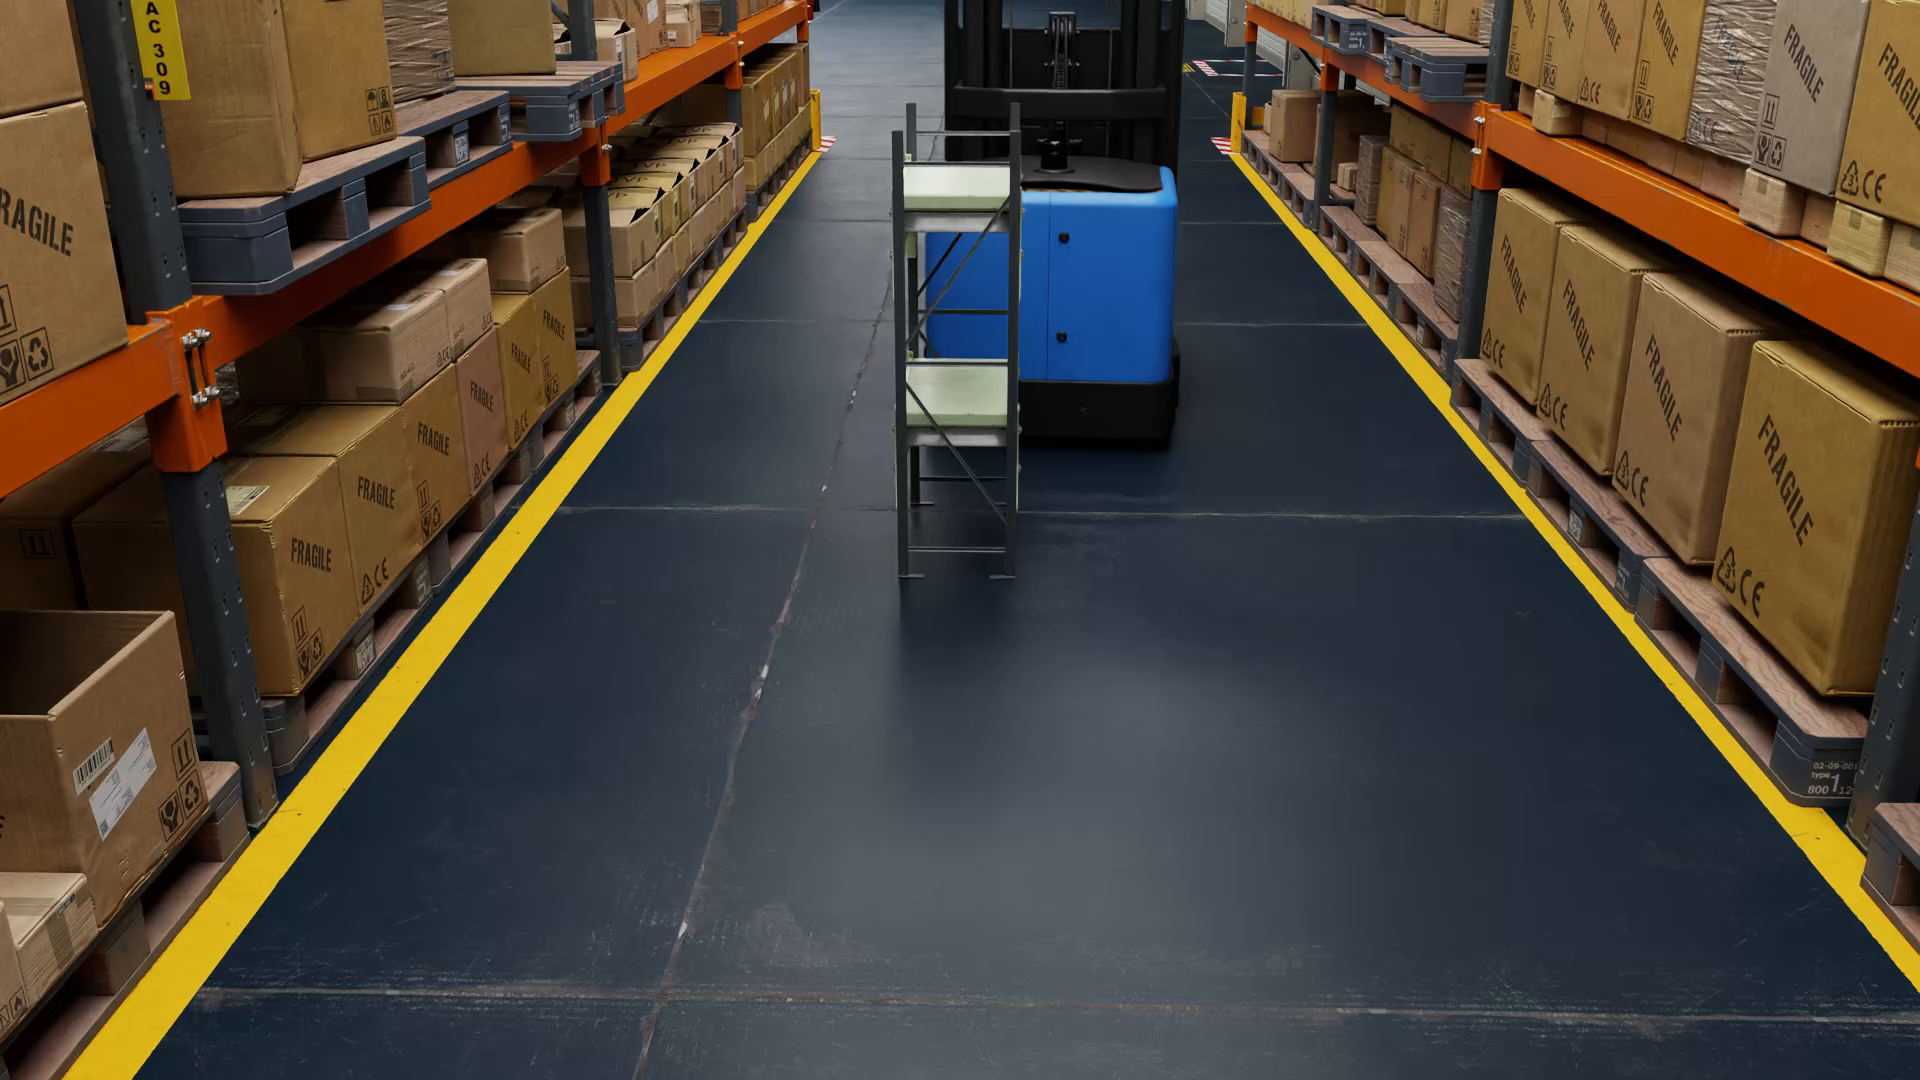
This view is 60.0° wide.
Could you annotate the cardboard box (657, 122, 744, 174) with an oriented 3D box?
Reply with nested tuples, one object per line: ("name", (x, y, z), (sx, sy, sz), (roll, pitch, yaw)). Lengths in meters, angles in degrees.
("cardboard box", (-1.728, -2.616, 11.069), (0.500, 0.311, 0.500), (1, 21, 2))

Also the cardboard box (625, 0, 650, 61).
("cardboard box", (-2.073, -2.987, 9.443), (0.500, 0.500, 0.500), (1, 21, 2))

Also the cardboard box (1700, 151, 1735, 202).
("cardboard box", (2.516, -1.121, 5.090), (0.380, 0.149, 0.250), (0, 21, 0))

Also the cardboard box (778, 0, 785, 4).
("cardboard box", (-1.908, -4.914, 14.409), (0.700, 0.500, 0.500), (1, 21, 2))

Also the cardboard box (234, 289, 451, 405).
("cardboard box", (-1.957, -0.620, 5.292), (0.500, 0.250, 0.500), (1, 21, 2))

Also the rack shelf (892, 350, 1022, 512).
("rack shelf", (0.000, -0.398, 5.882), (0.431, 0.370, 0.720), (1, 21, 2))

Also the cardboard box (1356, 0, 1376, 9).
("cardboard box", (2.900, -3.605, 10.426), (0.700, 0.500, 0.500), (1, 21, 2))

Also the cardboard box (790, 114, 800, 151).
("cardboard box", (-1.618, -3.391, 13.843), (0.500, 0.250, 0.500), (1, 21, 2))

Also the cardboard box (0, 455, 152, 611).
("cardboard box", (-2.517, 0.081, 4.520), (0.500, 0.500, 0.500), (1, 21, 1))

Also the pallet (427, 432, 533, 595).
("pallet", (-2.224, -0.134, 6.083), (1.003, 0.211, 1.213), (1, 21, 2))

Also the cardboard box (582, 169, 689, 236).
("cardboard box", (-1.789, -1.879, 9.171), (0.500, 0.311, 0.500), (0, 21, 0))

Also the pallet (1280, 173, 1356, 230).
("pallet", (2.934, -2.480, 12.128), (1.003, 0.211, 1.213), (1, 21, 2))

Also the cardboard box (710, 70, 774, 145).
("cardboard box", (-1.668, -3.198, 12.309), (0.500, 0.500, 0.500), (1, 21, 2))

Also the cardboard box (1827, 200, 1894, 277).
("cardboard box", (2.417, -0.753, 4.143), (0.380, 0.149, 0.250), (1, 21, 3))

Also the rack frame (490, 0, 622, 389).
("rack frame", (-2.124, -2.144, 7.407), (1.000, 3.000, 0.127), (1, 21, 2))

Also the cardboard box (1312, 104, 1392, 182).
("cardboard box", (2.941, -2.952, 12.338), (0.500, 0.500, 0.500), (-1, 21, -2))

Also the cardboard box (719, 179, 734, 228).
("cardboard box", (-1.742, -2.168, 10.690), (0.500, 0.250, 0.500), (0, 21, 1))

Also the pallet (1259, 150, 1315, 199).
("pallet", (2.969, -2.922, 13.268), (1.003, 0.211, 1.213), (1, 21, 2))

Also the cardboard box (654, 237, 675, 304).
("cardboard box", (-1.800, -1.425, 8.776), (0.500, 0.250, 0.500), (0, 21, 0))

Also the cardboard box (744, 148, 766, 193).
("cardboard box", (-1.685, -2.668, 11.979), (0.500, 0.250, 0.500), (1, 21, 2))

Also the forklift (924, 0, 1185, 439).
("forklift", (0.494, -2.276, 7.844), (1.130, 2.935, 3.031), (2, 21, 5))

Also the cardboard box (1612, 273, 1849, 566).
("cardboard box", (2.620, -0.396, 5.293), (0.750, 0.750, 0.750), (1, 21, 3))

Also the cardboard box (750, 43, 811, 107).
("cardboard box", (-1.600, -4.102, 14.639), (0.500, 0.500, 0.500), (1, 21, 2))

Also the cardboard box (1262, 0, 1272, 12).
("cardboard box", (2.716, -4.377, 13.343), (0.500, 0.250, 0.500), (0, 21, 1))

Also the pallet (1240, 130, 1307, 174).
("pallet", (3.008, -3.362, 14.402), (1.003, 0.211, 1.213), (1, 21, 2))

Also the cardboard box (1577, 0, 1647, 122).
("cardboard box", (2.516, -1.744, 5.799), (0.500, 0.500, 0.500), (1, 21, 1))

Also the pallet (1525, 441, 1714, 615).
("pallet", (2.688, -0.066, 5.908), (1.003, 0.211, 1.213), (1, 21, 2))

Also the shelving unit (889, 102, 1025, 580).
("shelving unit", (0.000, -0.702, 5.764), (0.431, 1.500, 0.755), (1, 21, 2))

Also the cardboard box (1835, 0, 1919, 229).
("cardboard box", (2.468, -1.008, 3.904), (0.500, 0.500, 0.500), (0, 21, 1))

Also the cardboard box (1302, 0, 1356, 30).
("cardboard box", (2.661, -3.651, 11.471), (0.500, 0.250, 0.500), (1, 21, 2))

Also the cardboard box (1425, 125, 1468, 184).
("cardboard box", (2.888, -2.132, 9.188), (0.500, 0.250, 0.500), (1, 21, 1))

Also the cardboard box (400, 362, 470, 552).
("cardboard box", (-1.960, -0.283, 5.459), (0.500, 0.500, 0.500), (1, 21, 2))

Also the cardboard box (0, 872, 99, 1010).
("cardboard box", (-1.931, 0.772, 3.225), (0.380, 0.149, 0.250), (1, 21, 2))

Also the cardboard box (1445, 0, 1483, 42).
("cardboard box", (2.822, -2.715, 8.132), (0.700, 0.500, 0.500), (-1, 21, -3))

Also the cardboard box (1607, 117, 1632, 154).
("cardboard box", (2.593, -1.494, 6.052), (0.380, 0.149, 0.250), (1, 21, 3))

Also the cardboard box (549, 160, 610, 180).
("cardboard box", (-2.309, -2.063, 9.643), (0.500, 0.311, 0.500), (1, 21, 3))

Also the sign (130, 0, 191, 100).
("sign", (-1.703, -1.098, 3.514), (0.100, 0.325, 0.005), (1, 21, 2))

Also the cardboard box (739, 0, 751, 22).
("cardboard box", (-1.966, -4.169, 12.489), (0.700, 0.500, 0.500), (1, 21, 2))

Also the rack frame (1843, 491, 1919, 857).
("rack frame", (2.706, -0.644, 3.542), (1.000, 3.000, 0.127), (1, 21, 2))

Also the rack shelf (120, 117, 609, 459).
("rack shelf", (-2.185, -1.085, 5.673), (1.077, 0.370, 4.000), (1, 21, 2))

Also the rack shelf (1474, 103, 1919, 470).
("rack shelf", (2.767, -1.032, 5.536), (1.077, 0.370, 4.000), (1, 21, 2))

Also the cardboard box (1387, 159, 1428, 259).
("cardboard box", (2.922, -1.939, 9.726), (0.700, 0.500, 0.500), (1, 21, 2))

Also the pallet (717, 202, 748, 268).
("pallet", (-1.986, -2.023, 10.951), (1.003, 0.211, 1.213), (1, 21, 2))

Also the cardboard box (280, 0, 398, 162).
("cardboard box", (-2.050, -1.358, 4.663), (0.700, 0.500, 0.500), (4, 22, 10))

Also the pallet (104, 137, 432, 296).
("pallet", (-2.112, -0.895, 4.456), (1.003, 0.211, 1.213), (1, 21, 2))
